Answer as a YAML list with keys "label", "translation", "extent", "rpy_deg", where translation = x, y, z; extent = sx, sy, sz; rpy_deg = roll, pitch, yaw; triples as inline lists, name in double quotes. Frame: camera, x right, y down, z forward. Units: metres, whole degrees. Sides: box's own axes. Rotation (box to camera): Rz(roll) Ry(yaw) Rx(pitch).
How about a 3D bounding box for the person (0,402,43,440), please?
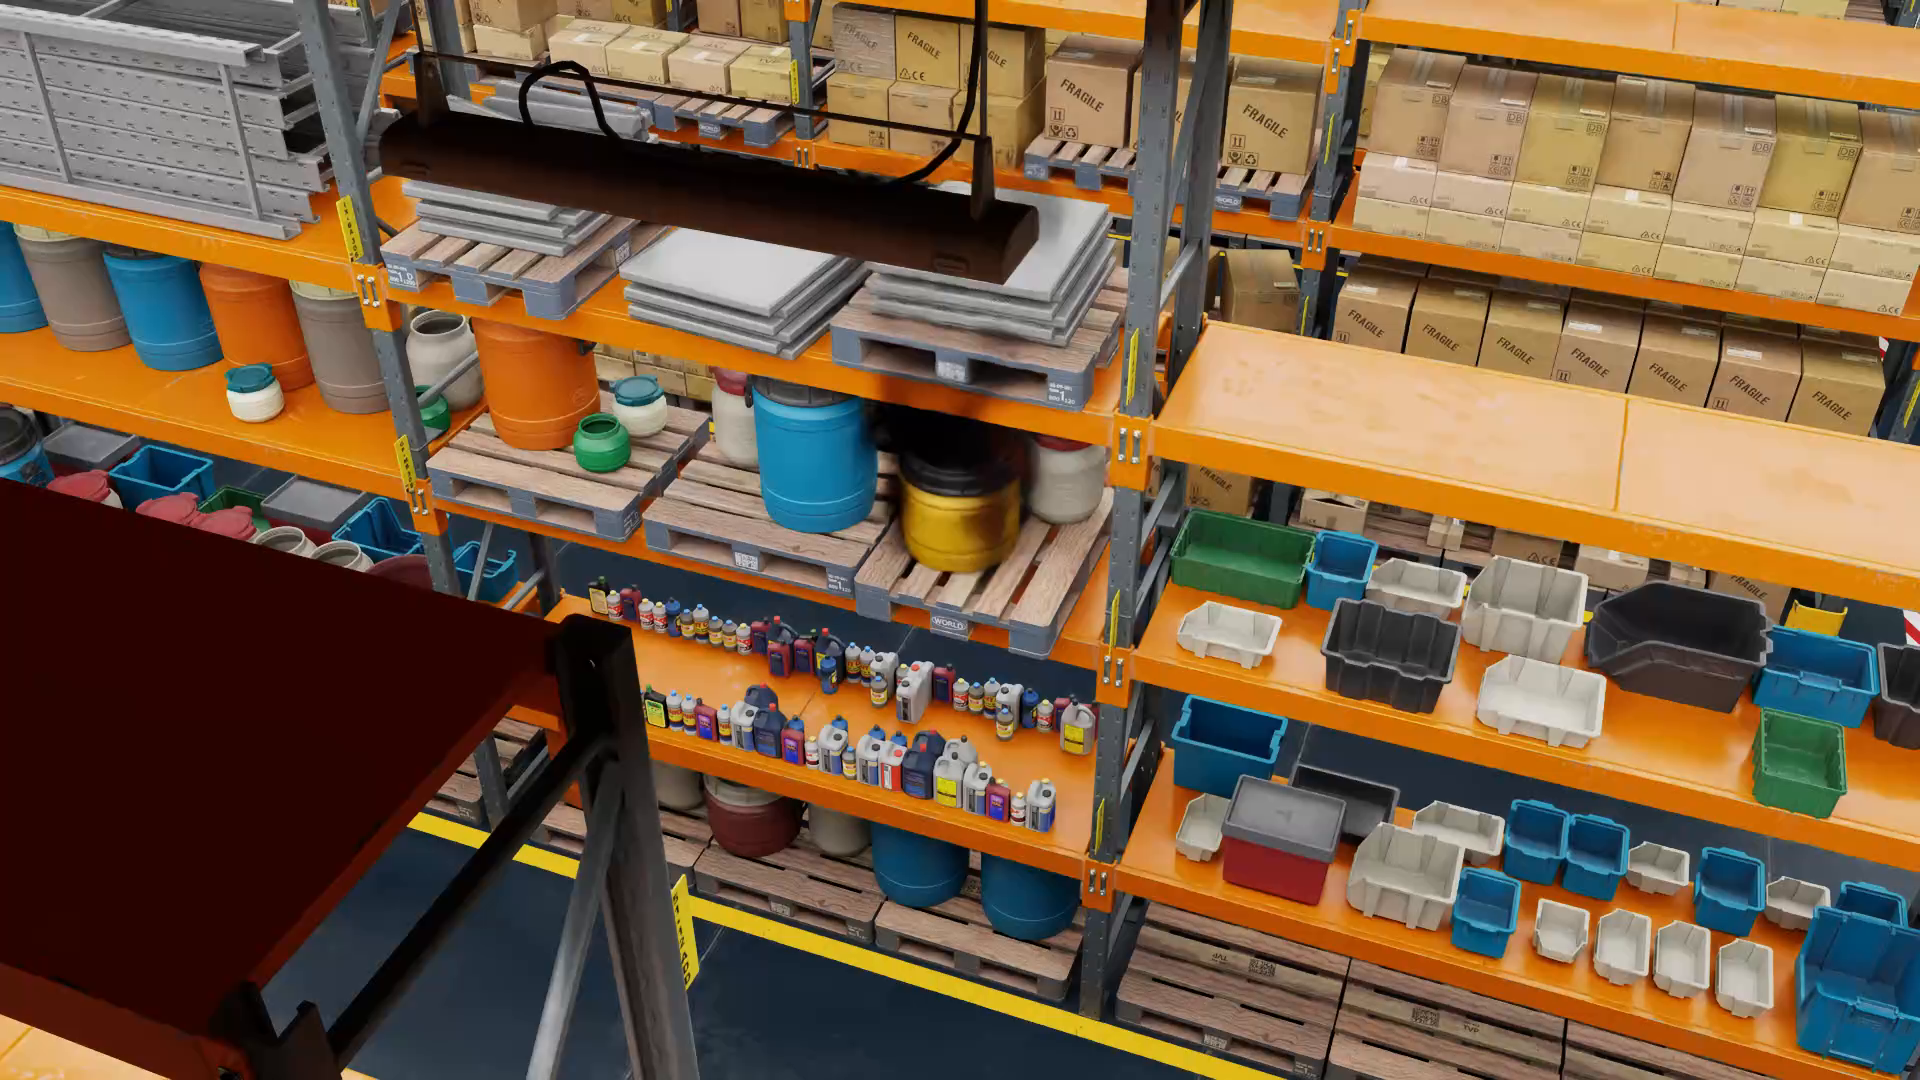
- label: "person"
  translation: [-7.506, -1.083, 13.386]
  extent: [0.706, 1.811, 0.673]
  rpy_deg: [13, 38, 17]

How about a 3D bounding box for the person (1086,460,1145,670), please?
- label: "person"
  translation: [1.054, 0.240, 11.810]
  extent: [0.719, 1.575, 0.650]
  rpy_deg: [6, 37, 8]
